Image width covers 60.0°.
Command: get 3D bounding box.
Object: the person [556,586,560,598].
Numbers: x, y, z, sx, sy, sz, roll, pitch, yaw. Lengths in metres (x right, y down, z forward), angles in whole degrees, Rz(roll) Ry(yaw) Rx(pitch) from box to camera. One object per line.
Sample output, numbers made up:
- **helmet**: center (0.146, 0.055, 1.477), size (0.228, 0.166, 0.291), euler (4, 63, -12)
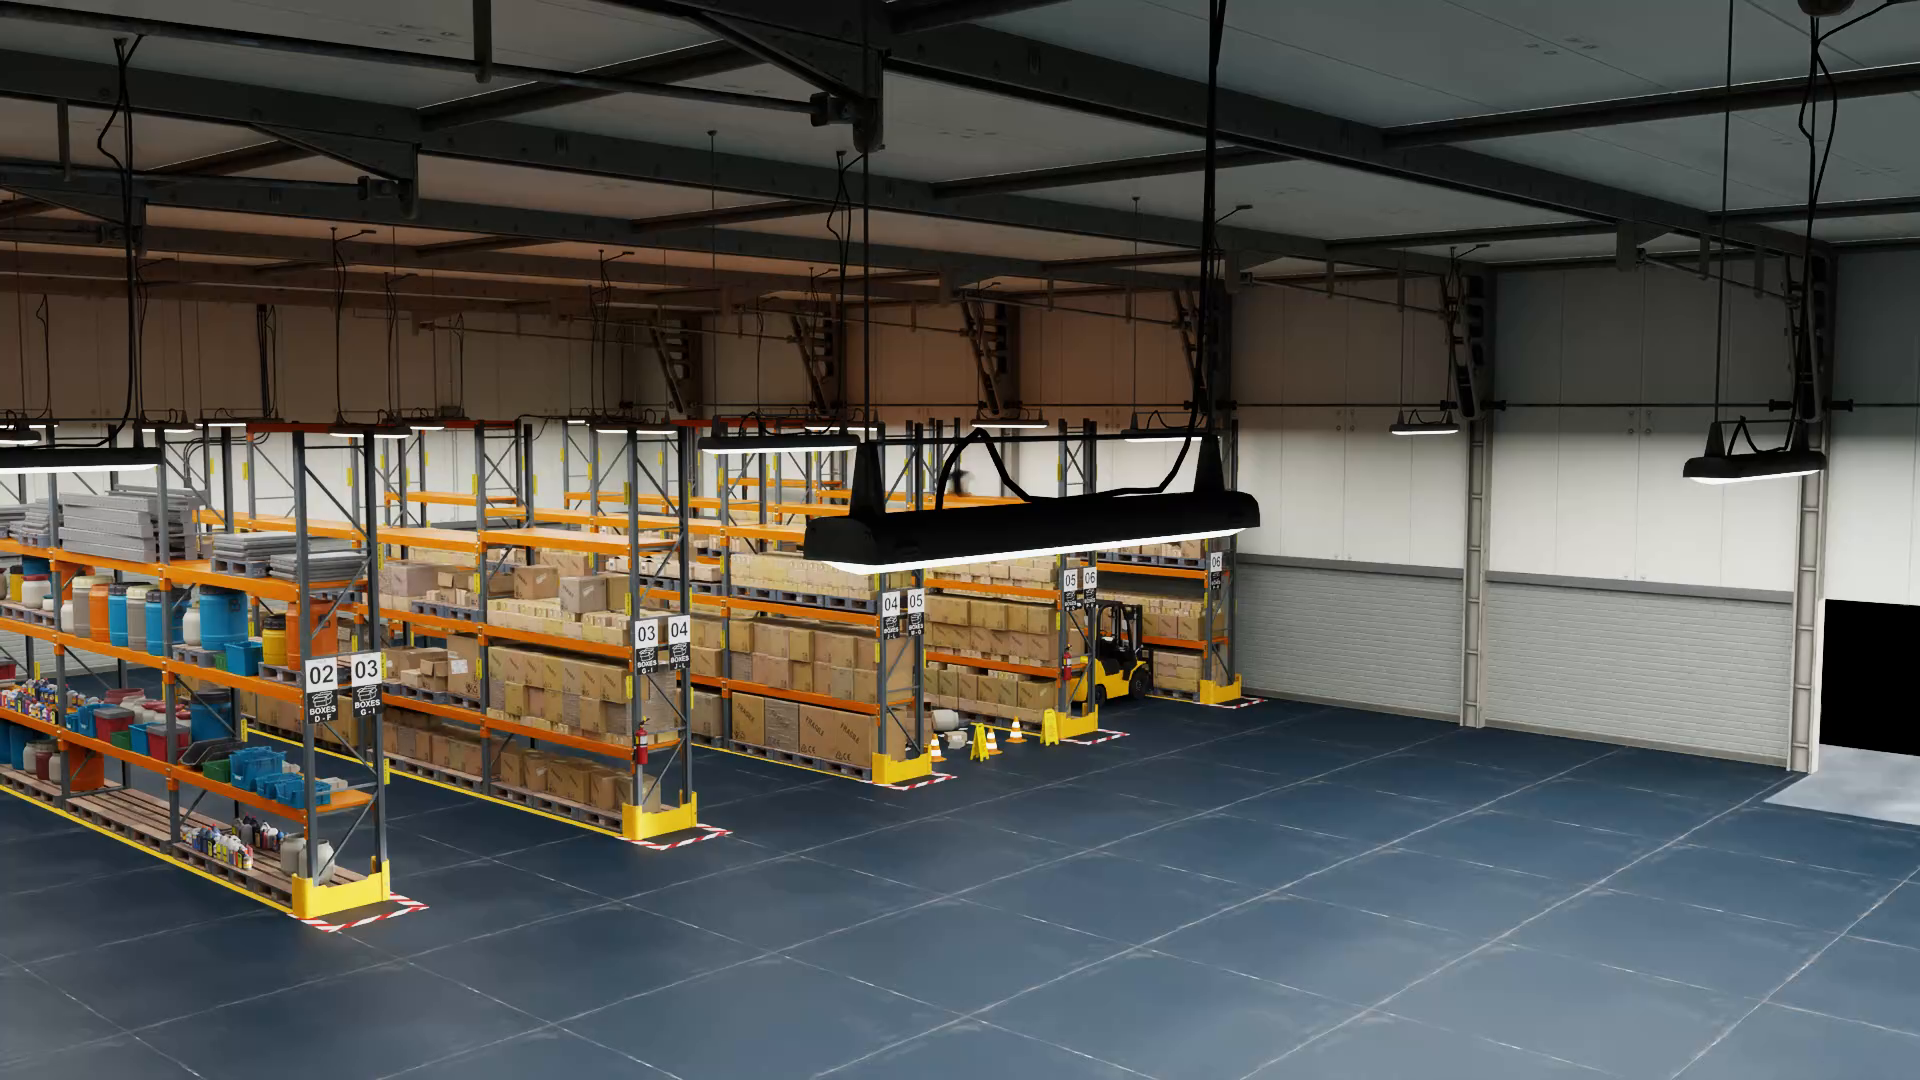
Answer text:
- **person**: center (-10.736, 1.837, 45.093), size (0.707, 1.734, 1.022), euler (3, 6, 35)
